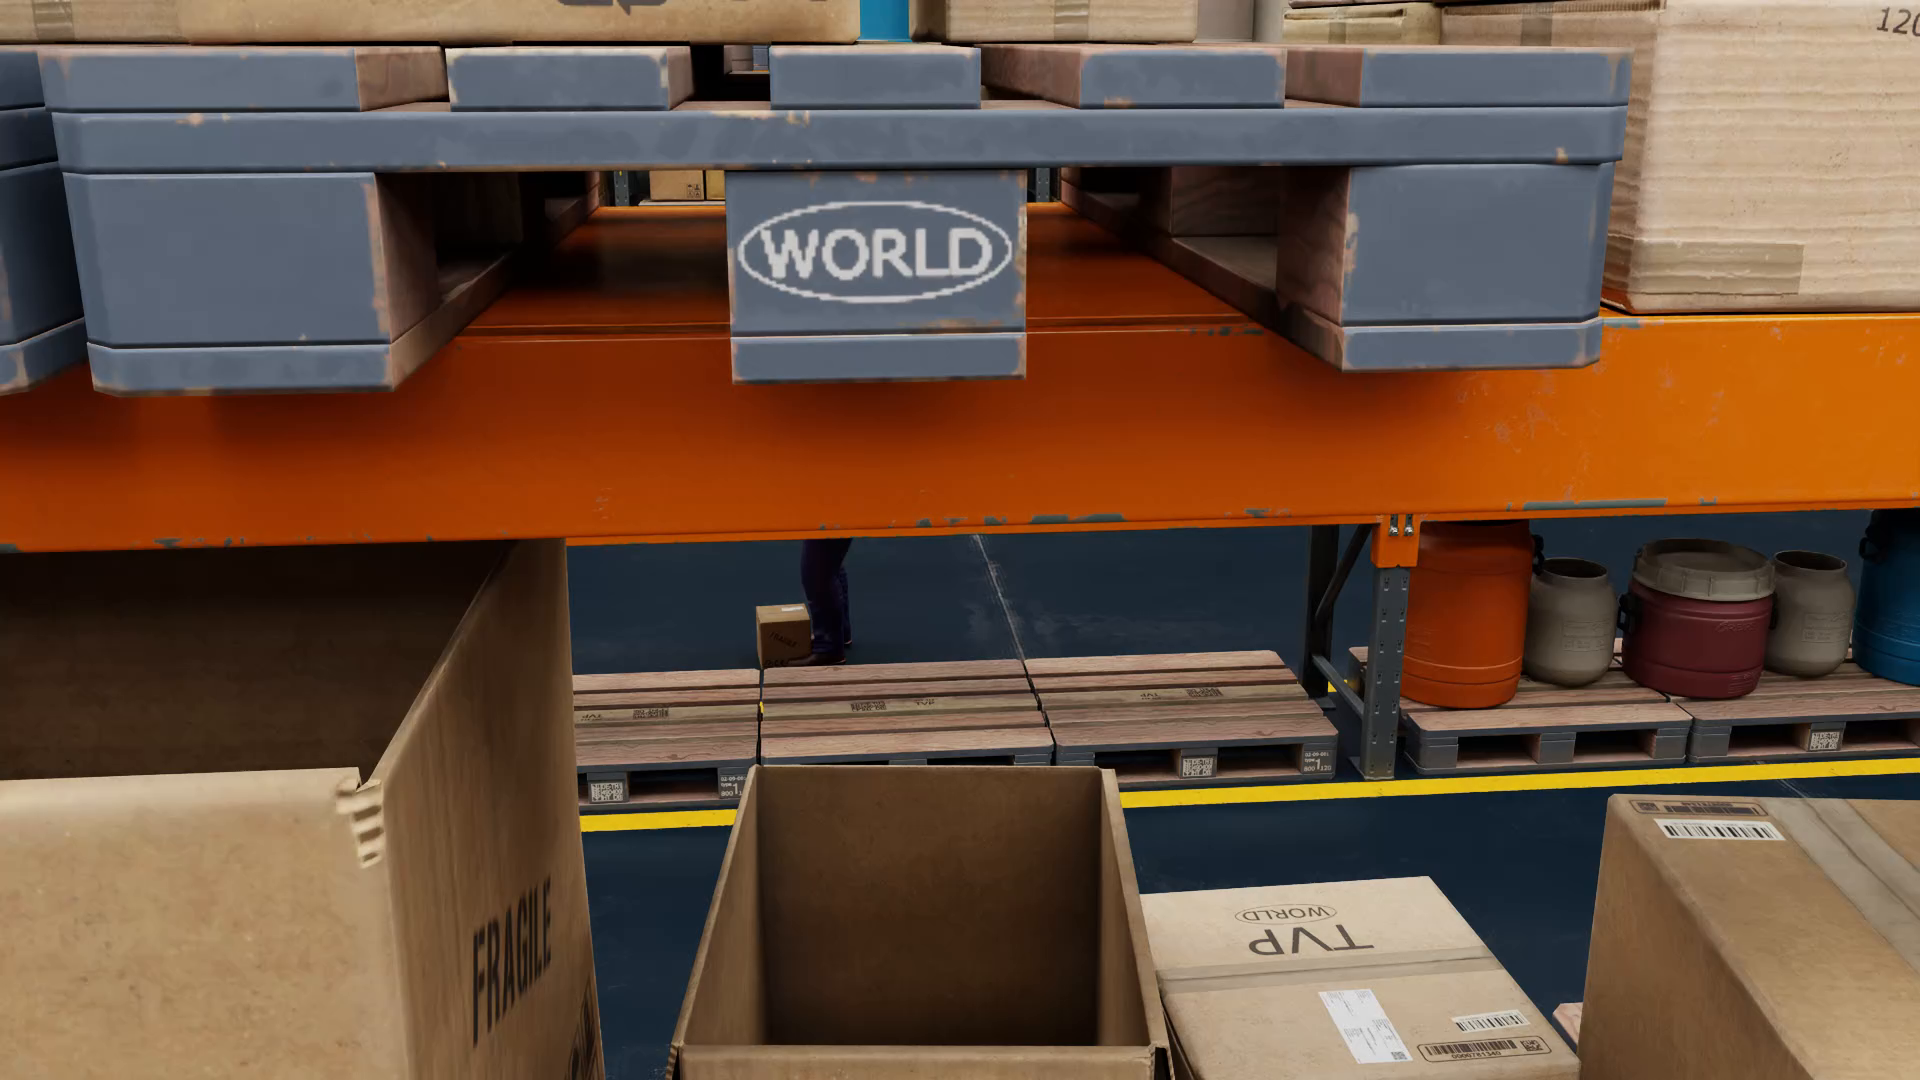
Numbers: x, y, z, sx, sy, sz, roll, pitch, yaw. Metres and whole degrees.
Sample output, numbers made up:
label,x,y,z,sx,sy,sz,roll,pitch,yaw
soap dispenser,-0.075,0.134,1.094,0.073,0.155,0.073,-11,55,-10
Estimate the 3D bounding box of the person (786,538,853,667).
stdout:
label,x,y,z,sx,sy,sz,roll,pitch,yaw
person,-0.671,-0.180,8.195,0.419,1.625,0.537,-2,17,-6
